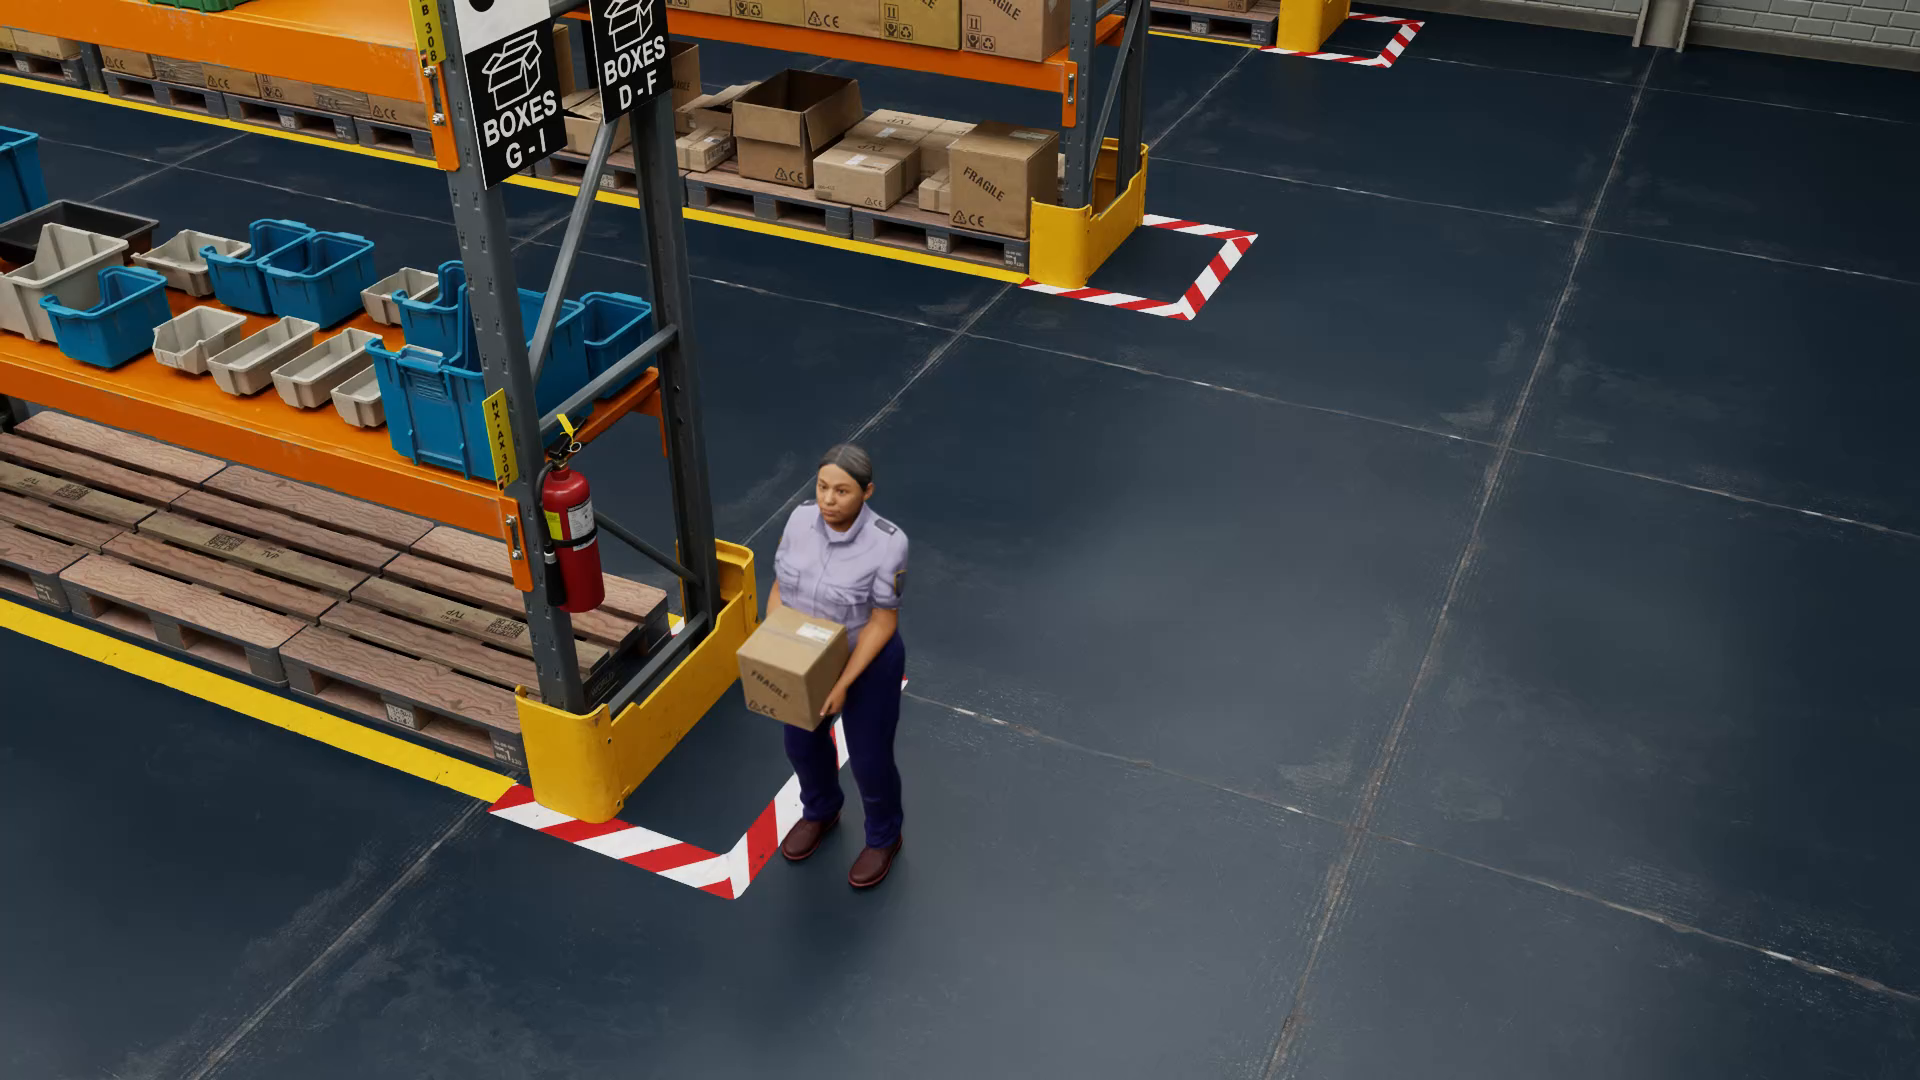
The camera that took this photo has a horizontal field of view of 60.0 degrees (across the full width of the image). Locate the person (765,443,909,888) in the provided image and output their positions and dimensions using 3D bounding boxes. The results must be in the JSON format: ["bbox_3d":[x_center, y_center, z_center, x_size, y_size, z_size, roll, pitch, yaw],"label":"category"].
[{"bbox_3d":[-0.428,0.456,5.480,0.460,1.640,0.518,17,37,23],"label":"person"}]
